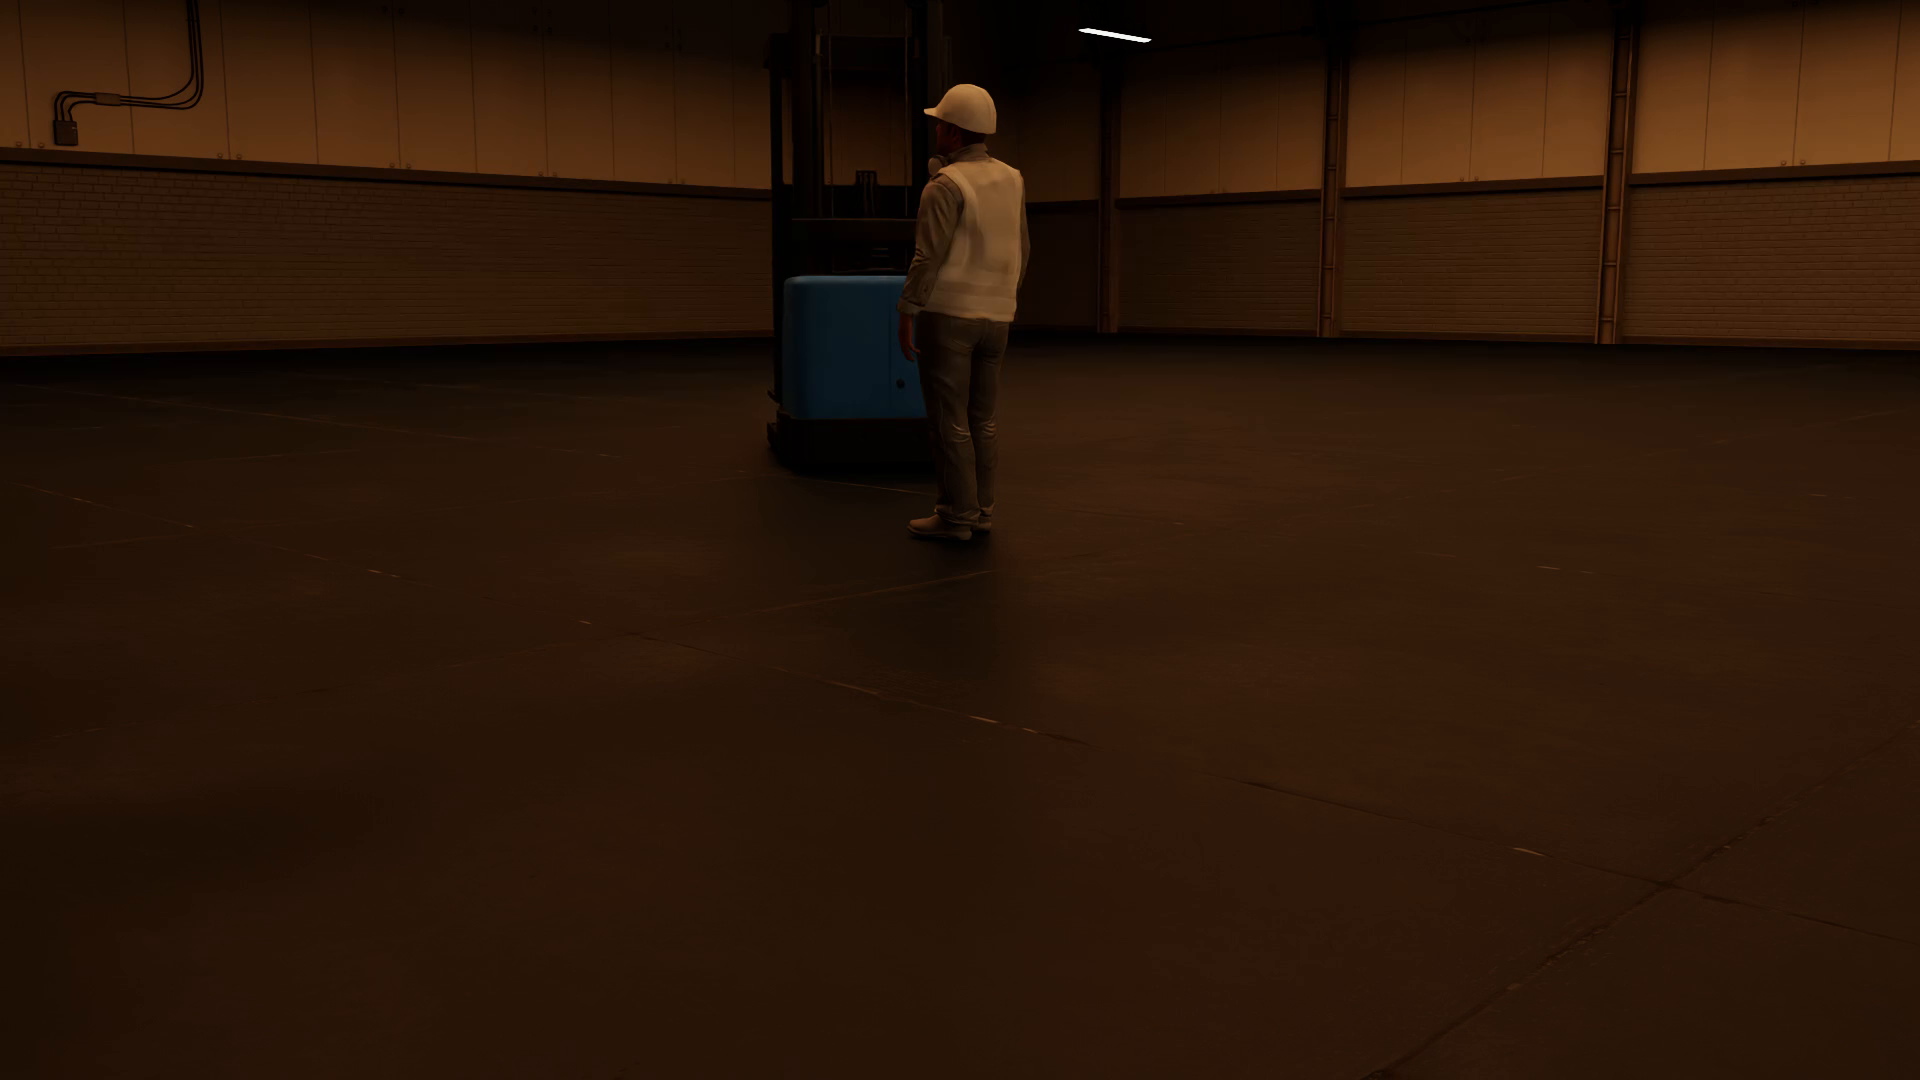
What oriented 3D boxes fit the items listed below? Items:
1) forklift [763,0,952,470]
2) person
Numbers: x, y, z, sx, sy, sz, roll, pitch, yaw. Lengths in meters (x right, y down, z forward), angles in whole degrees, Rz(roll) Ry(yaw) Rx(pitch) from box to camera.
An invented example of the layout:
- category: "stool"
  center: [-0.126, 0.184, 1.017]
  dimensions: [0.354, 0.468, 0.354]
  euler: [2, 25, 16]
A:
- category: "forklift"
  center: [-0.636, -2.023, 10.307]
  dimensions: [1.130, 2.935, 3.031]
  euler: [-1, 9, -10]
- category: "person"
  center: [-0.039, -0.892, 6.633]
  dimensions: [0.568, 1.773, 0.632]
  euler: [8, 12, 43]
